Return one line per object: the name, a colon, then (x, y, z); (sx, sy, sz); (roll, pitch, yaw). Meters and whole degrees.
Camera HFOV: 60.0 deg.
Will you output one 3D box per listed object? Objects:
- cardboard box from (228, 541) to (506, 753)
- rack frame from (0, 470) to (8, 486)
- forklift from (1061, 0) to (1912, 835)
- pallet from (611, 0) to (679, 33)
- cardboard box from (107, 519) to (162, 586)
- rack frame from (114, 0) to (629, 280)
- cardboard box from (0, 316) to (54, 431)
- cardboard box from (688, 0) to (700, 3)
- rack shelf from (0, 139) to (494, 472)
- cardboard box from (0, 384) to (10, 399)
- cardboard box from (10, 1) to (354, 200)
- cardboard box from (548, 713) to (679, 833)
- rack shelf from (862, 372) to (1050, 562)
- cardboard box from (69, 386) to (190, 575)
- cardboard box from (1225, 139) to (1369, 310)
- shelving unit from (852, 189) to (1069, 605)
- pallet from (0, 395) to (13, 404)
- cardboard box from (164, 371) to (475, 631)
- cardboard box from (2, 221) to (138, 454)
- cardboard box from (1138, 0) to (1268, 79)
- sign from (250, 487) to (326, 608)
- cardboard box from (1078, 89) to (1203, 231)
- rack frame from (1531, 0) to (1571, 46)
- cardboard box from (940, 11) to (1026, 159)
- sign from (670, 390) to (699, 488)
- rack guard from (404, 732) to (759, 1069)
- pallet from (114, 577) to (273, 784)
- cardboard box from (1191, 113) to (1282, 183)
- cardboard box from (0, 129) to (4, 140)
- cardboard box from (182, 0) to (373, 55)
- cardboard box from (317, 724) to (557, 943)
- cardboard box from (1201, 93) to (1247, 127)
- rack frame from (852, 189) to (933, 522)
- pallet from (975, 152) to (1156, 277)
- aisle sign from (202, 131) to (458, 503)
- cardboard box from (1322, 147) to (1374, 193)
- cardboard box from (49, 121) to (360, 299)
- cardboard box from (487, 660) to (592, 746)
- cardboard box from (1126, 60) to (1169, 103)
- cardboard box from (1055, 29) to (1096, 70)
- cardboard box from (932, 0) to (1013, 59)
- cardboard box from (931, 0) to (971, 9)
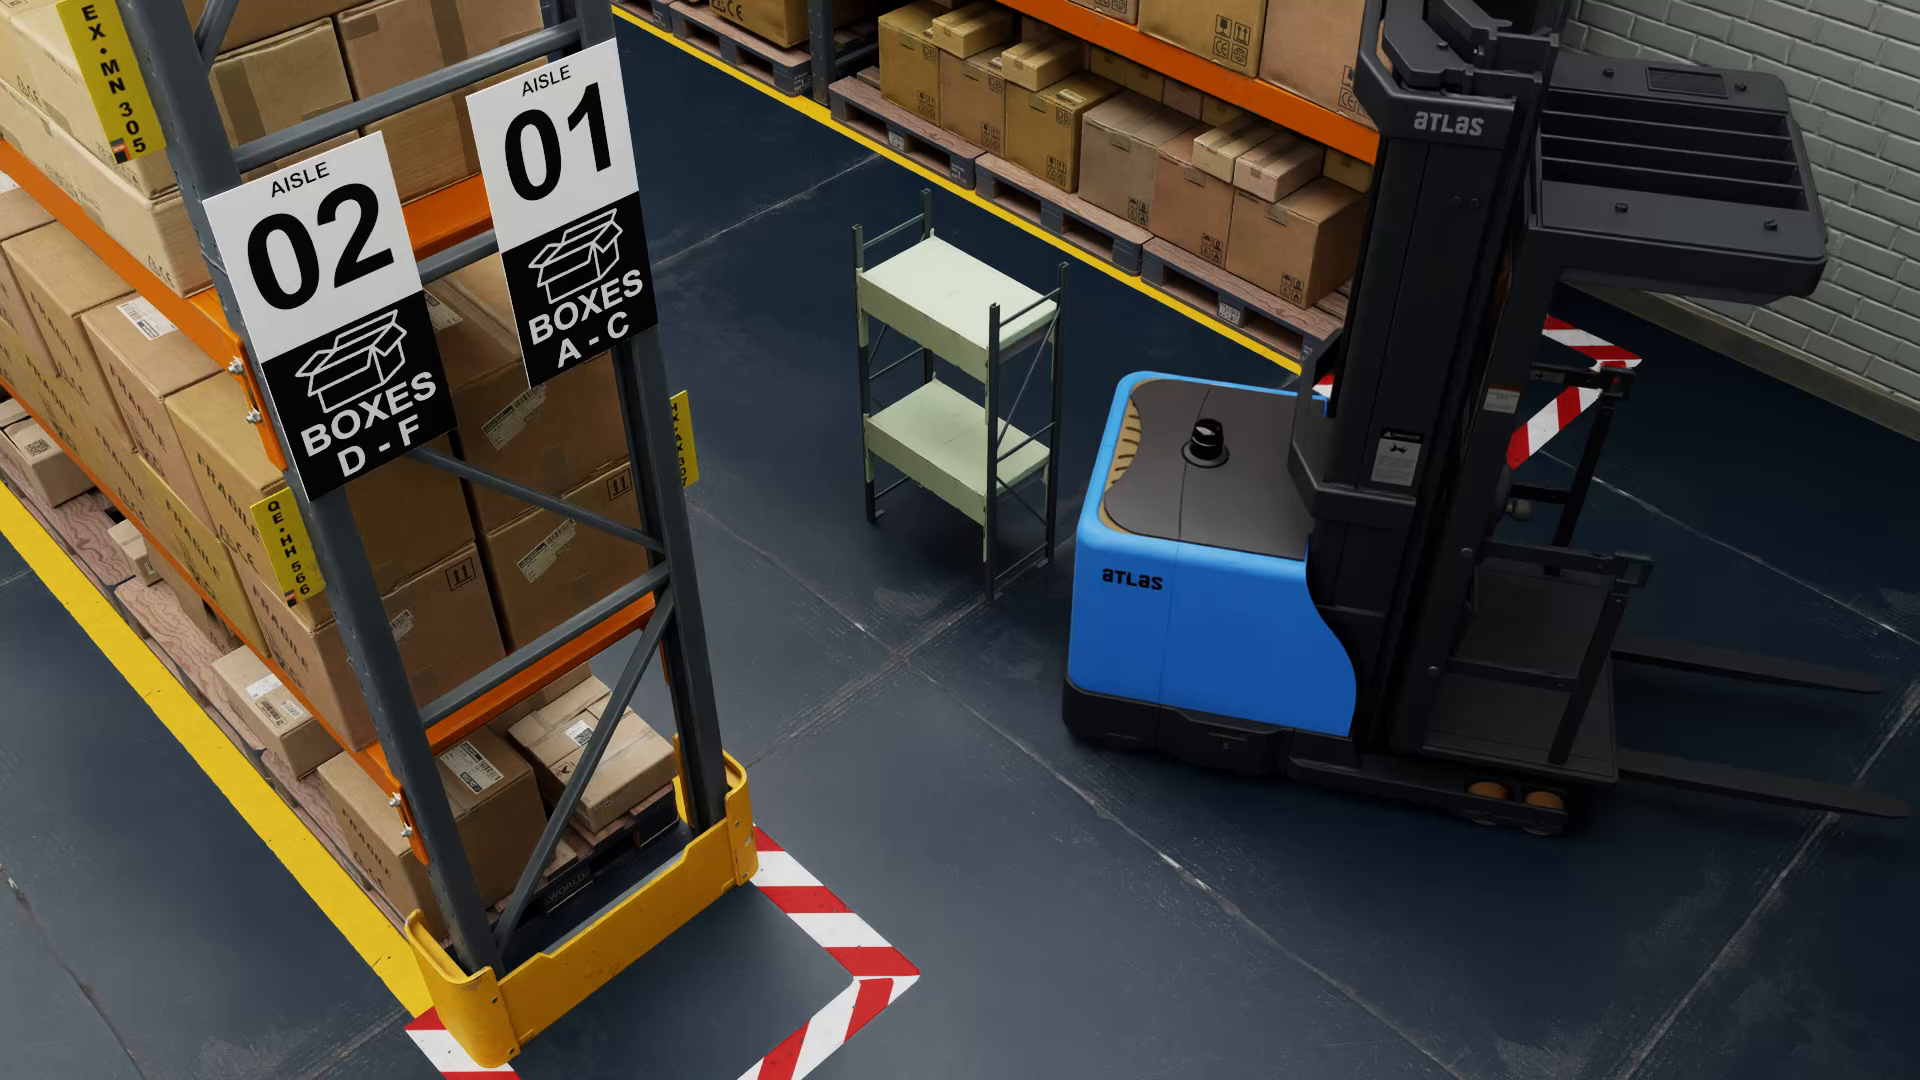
cardboard box: (-1.687, 0.184, 4.767); (0.500, 0.500, 0.500); (-32, 52, -30)
rack frame: (-4.003, -1.616, 6.789); (1.000, 3.000, 0.127); (-34, 53, -31)
forklift: (1.965, -0.399, 5.522); (3.031, 2.935, 1.130); (9, 44, 10)
pallet: (-1.963, -3.889, 11.303); (1.003, 0.211, 1.213); (-34, 53, -31)
cardboard box: (-3.242, -0.021, 6.826); (0.380, 0.166, 0.250); (-34, 53, -31)
rack frame: (-1.178, -1.898, 2.673); (1.000, 3.000, 0.127); (-34, 53, -31)
cardboard box: (-3.121, -0.792, 5.823); (0.500, 0.500, 0.500); (34, 52, 31)
cardboard box: (-1.680, -4.033, 10.679); (0.750, 0.750, 0.750); (-32, 52, -30)
rack shelf: (-2.591, -1.493, 4.975); (1.077, 0.370, 4.000); (-34, 53, -31)
cardboard box: (-4.555, -0.960, 7.596); (0.500, 0.500, 0.500); (34, 52, 31)
cardboard box: (-1.722, -1.049, 3.707); (0.500, 0.250, 0.500); (-34, 53, -31)
cardboard box: (-1.231, 0.825, 5.923); (0.380, 0.149, 0.250); (-34, 53, -31)
rack shelf: (-0.005, -0.315, 6.966); (0.431, 0.370, 0.720); (-34, 53, -31)
cardboard box: (-2.405, -0.306, 5.297); (0.500, 0.500, 0.500); (-34, 52, -31)
cardboard box: (1.761, -1.595, 8.298); (0.700, 0.500, 0.500); (-34, 53, -31)
shelving unit: (-0.005, -0.554, 6.744); (0.431, 1.500, 0.755); (-34, 53, -31)
pallet: (-4.604, -0.965, 8.139); (1.003, 0.211, 1.213); (-34, 53, -31)
cardboard box: (-1.688, -0.180, 4.425); (0.500, 0.500, 0.500); (34, 52, 31)
cardboard box: (-2.414, -0.670, 4.954); (0.500, 0.500, 0.500); (-33, 52, -30)
cardboard box: (1.437, -2.765, 7.811); (0.700, 0.700, 0.980); (34, 52, 31)
sign: (-1.586, 0.021, 3.931); (0.100, 0.325, 0.005); (-34, 53, -31)
cardboard box: (1.052, -2.077, 8.820); (0.500, 0.500, 0.700); (32, 52, 30)
rack frame: (2.326, -2.070, 7.280); (1.000, 3.000, 0.127); (-34, 53, -31)
cardboard box: (0.309, -2.577, 9.361); (0.500, 0.500, 0.700); (34, 52, 31)
sign: (-0.794, -0.272, 4.697); (0.100, 0.325, 0.005); (-34, 53, -31)
rack guard: (-1.232, 1.187, 5.597); (1.175, 0.500, 0.348); (-34, 53, -31)
pallet: (-2.653, 0.325, 6.743); (1.003, 0.211, 1.213); (-34, 53, -31)
cardboard box: (1.360, -1.930, 8.183); (0.380, 0.149, 0.250); (-33, 52, -30)
cardboard box: (-2.436, -1.341, 4.391); (0.500, 0.250, 0.500); (-34, 53, -31)
cardboard box: (-1.553, -1.439, 3.576); (0.700, 0.500, 0.500); (-34, 53, -31)
cardboard box: (-1.737, 0.919, 5.563); (0.500, 0.500, 0.500); (-34, 53, -31)
cardboard box: (1.456, -2.232, 8.510); (0.380, 0.149, 0.250); (-34, 52, -31)
rack frame: (-0.263, -0.730, 6.935); (0.400, 1.500, 0.023); (-34, 53, -31)
pallet: (0.849, -1.979, 9.236); (1.003, 0.211, 1.213); (-34, 53, -31)
aisle sign: (-1.347, -0.470, 3.632); (0.394, 0.787, 0.004); (-34, 53, -31)
cardboard box: (1.991, -1.869, 8.117); (0.380, 0.149, 0.250); (-34, 52, -31)
cardboard box: (-1.728, -0.861, 3.872); (0.500, 0.250, 0.500); (-34, 53, -31)
cardboard box: (-1.715, 0.516, 6.183); (0.500, 0.250, 0.500); (-34, 53, -31)
cardboard box: (1.094, -2.477, 8.775); (0.380, 0.149, 0.250); (-34, 52, -31)
cardboard box: (0.733, -2.723, 9.041); (0.380, 0.149, 0.250); (-34, 52, -31)
cardboard box: (0.070, -2.806, 9.131); (0.380, 0.149, 0.250); (-32, 52, -30)
cardboard box: (-0.005, -3.223, 9.582); (0.250, 0.149, 0.380); (34, 52, 31)
